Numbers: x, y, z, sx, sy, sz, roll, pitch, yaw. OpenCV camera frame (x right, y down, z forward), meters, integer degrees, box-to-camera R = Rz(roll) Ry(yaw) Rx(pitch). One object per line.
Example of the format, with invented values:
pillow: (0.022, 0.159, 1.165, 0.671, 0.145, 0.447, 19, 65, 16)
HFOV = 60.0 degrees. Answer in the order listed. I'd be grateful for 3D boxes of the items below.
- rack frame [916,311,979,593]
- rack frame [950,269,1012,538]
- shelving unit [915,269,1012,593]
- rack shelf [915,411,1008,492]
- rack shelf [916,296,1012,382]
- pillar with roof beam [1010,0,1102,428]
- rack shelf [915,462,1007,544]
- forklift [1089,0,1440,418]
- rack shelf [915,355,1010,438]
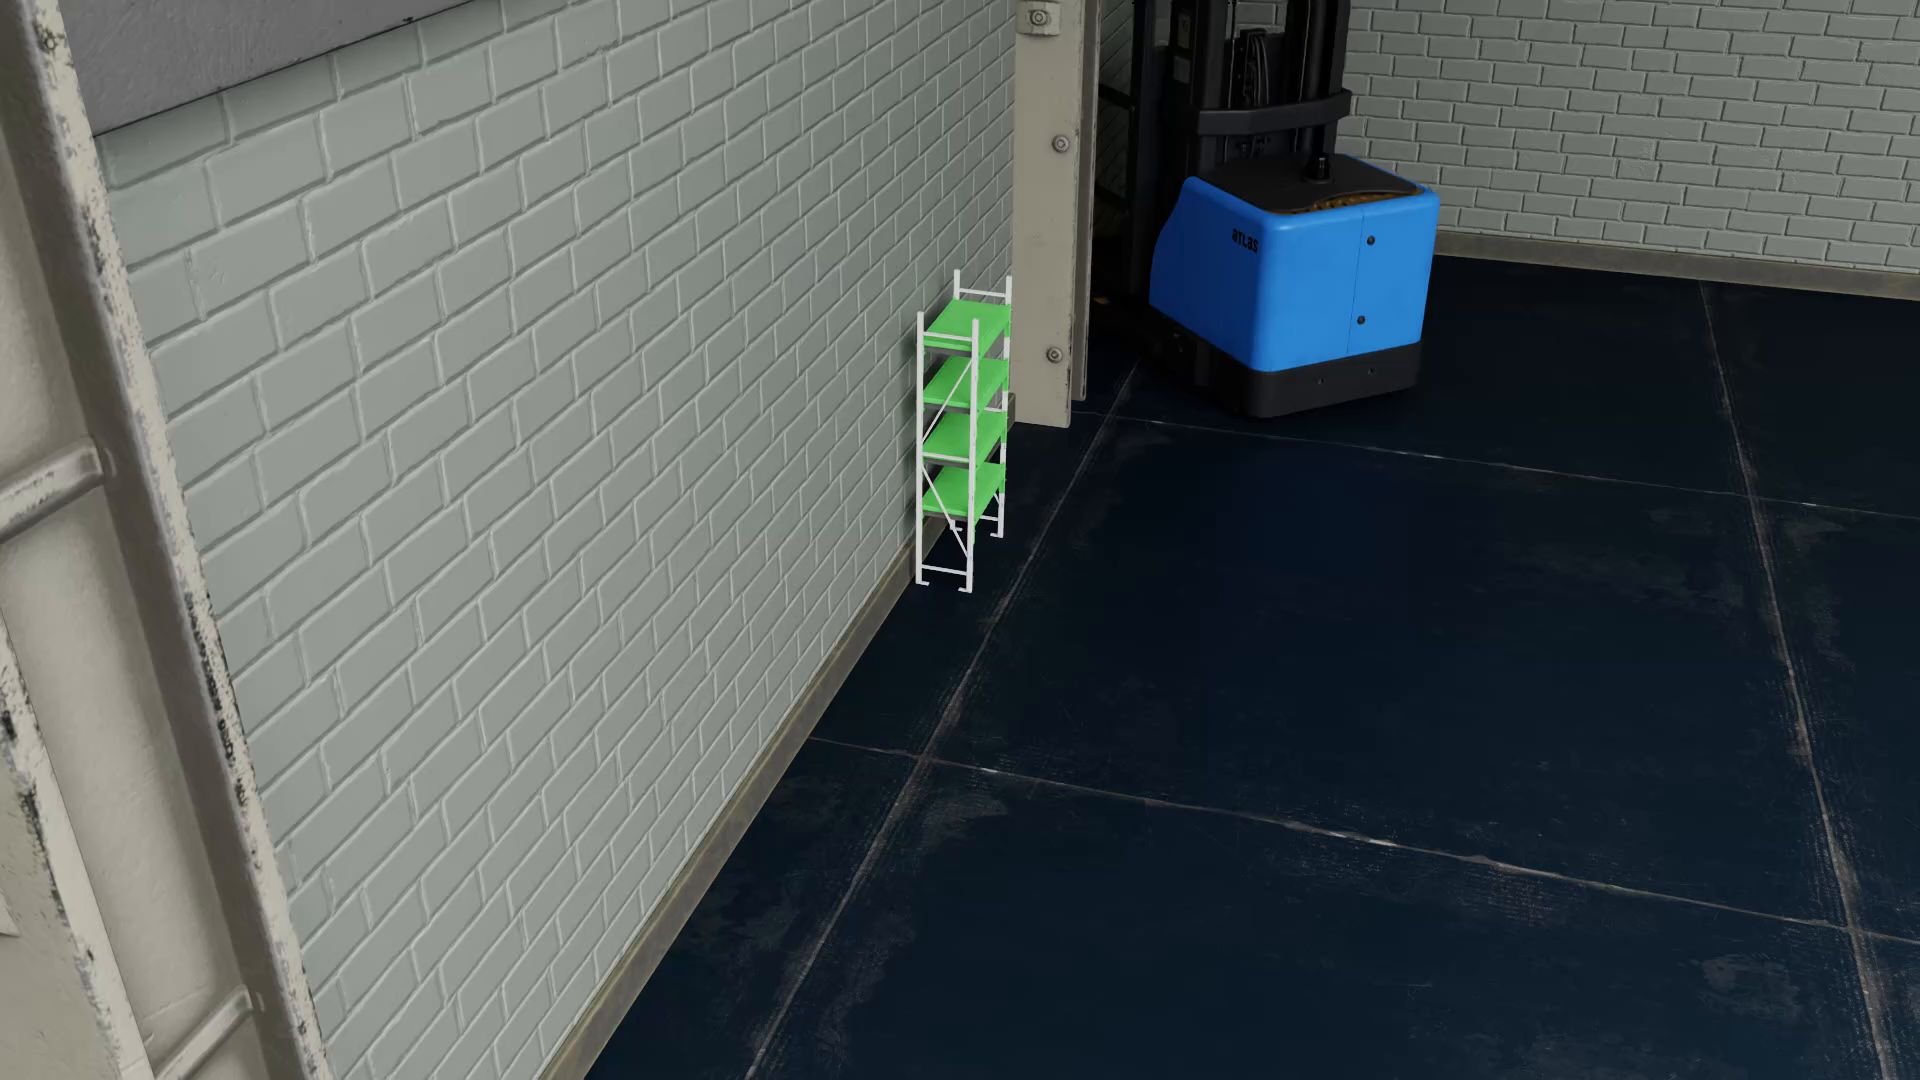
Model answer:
rack frame: (-0.057, -0.327, 6.599, 0.240, 1.200, 0.015, 9, 30, 14)
rack frame: (0.082, -0.555, 7.008, 0.240, 1.200, 0.015, 9, 30, 14)
shelving unit: (0.013, -0.441, 6.803, 0.258, 1.200, 0.503, 9, 30, 14)
rack shelf: (0.011, -0.385, 6.835, 0.258, 0.148, 0.480, 9, 30, 14)
rack shelf: (0.020, -0.803, 6.599, 0.258, 0.148, 0.480, 9, 30, 14)
pillar with roof beam: (4.560, -3.988, 5.162, 9.100, 9.000, 0.400, 8, 30, 15)
rack shelf: (0.007, -0.176, 6.952, 0.258, 0.148, 0.480, 9, 30, 14)
forklift: (1.276, -2.575, 8.863, 1.130, 2.935, 3.031, -13, 32, -22)
rack shelf: (0.016, -0.594, 6.717, 0.258, 0.148, 0.480, 9, 30, 14)
